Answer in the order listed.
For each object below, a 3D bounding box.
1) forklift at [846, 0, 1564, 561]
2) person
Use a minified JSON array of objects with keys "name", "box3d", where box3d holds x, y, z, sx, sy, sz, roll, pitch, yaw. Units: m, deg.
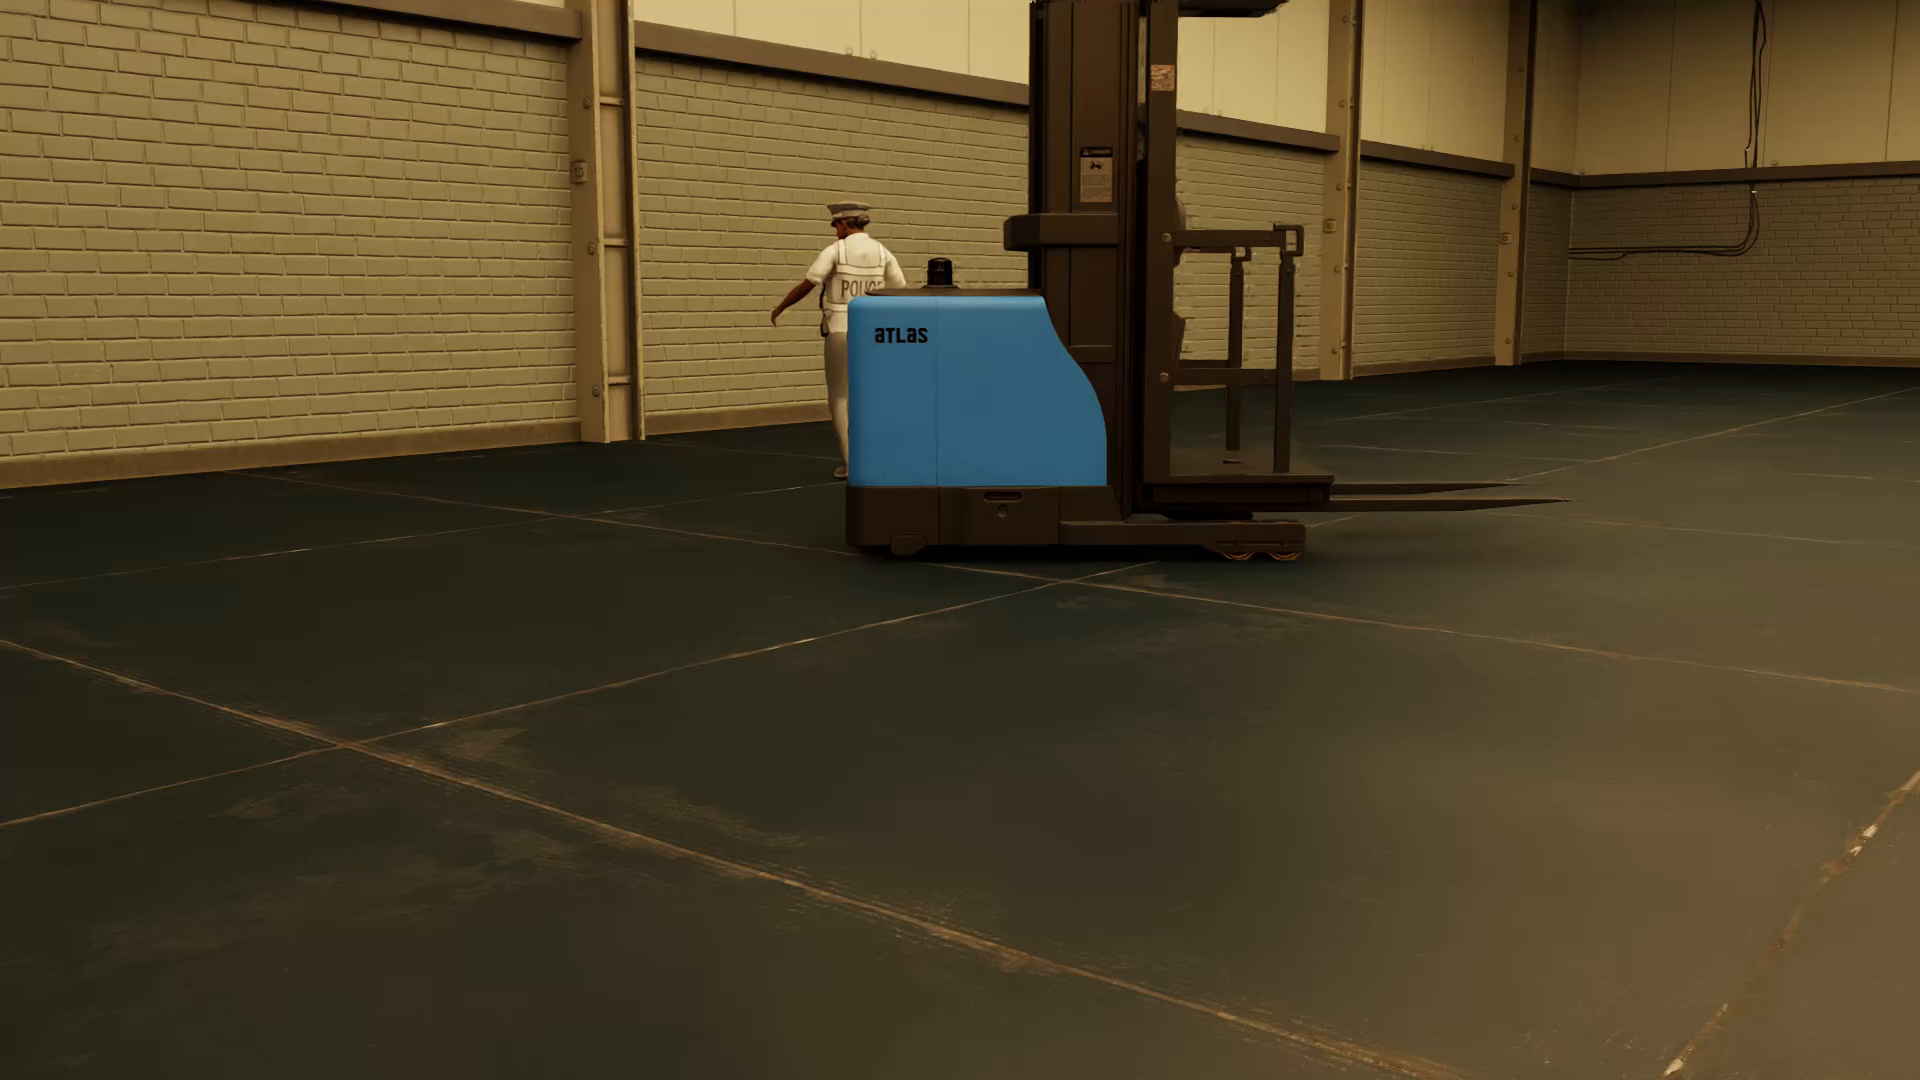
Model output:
[{"name":"forklift","box3d":[1.030,-1.439,7.117,3.031,2.935,1.130,0,8,-2]},{"name":"person","box3d":[-0.642,-1.173,9.978,0.899,1.692,0.552,-3,9,-22]}]
